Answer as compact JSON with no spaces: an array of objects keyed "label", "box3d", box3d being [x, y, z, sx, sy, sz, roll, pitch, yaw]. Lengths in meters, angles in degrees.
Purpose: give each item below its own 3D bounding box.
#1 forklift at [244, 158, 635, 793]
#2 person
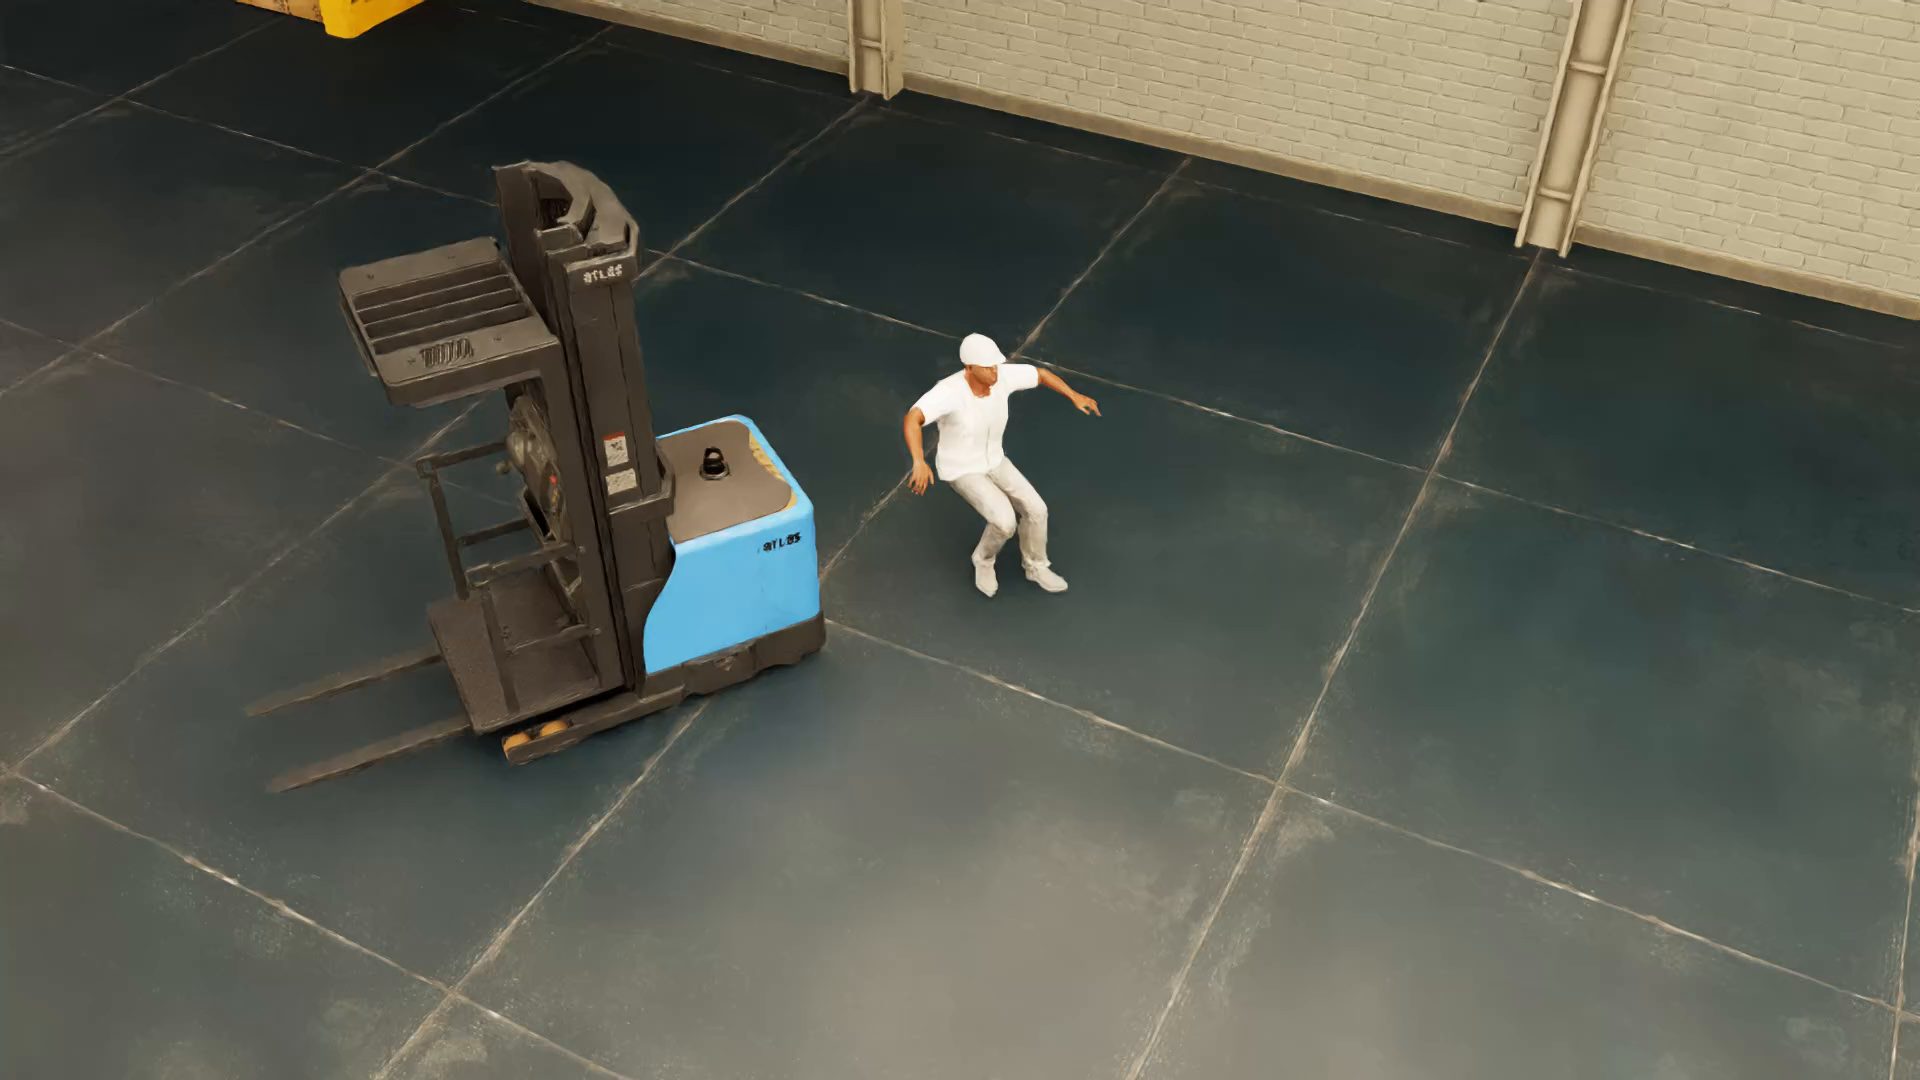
[{"label":"forklift","box3d":[-2.318,-0.322,8.368,3.031,2.935,1.121,-19,44,-21]},{"label":"person","box3d":[0.247,-0.402,9.546,0.861,1.550,1.241,31,49,31]}]
